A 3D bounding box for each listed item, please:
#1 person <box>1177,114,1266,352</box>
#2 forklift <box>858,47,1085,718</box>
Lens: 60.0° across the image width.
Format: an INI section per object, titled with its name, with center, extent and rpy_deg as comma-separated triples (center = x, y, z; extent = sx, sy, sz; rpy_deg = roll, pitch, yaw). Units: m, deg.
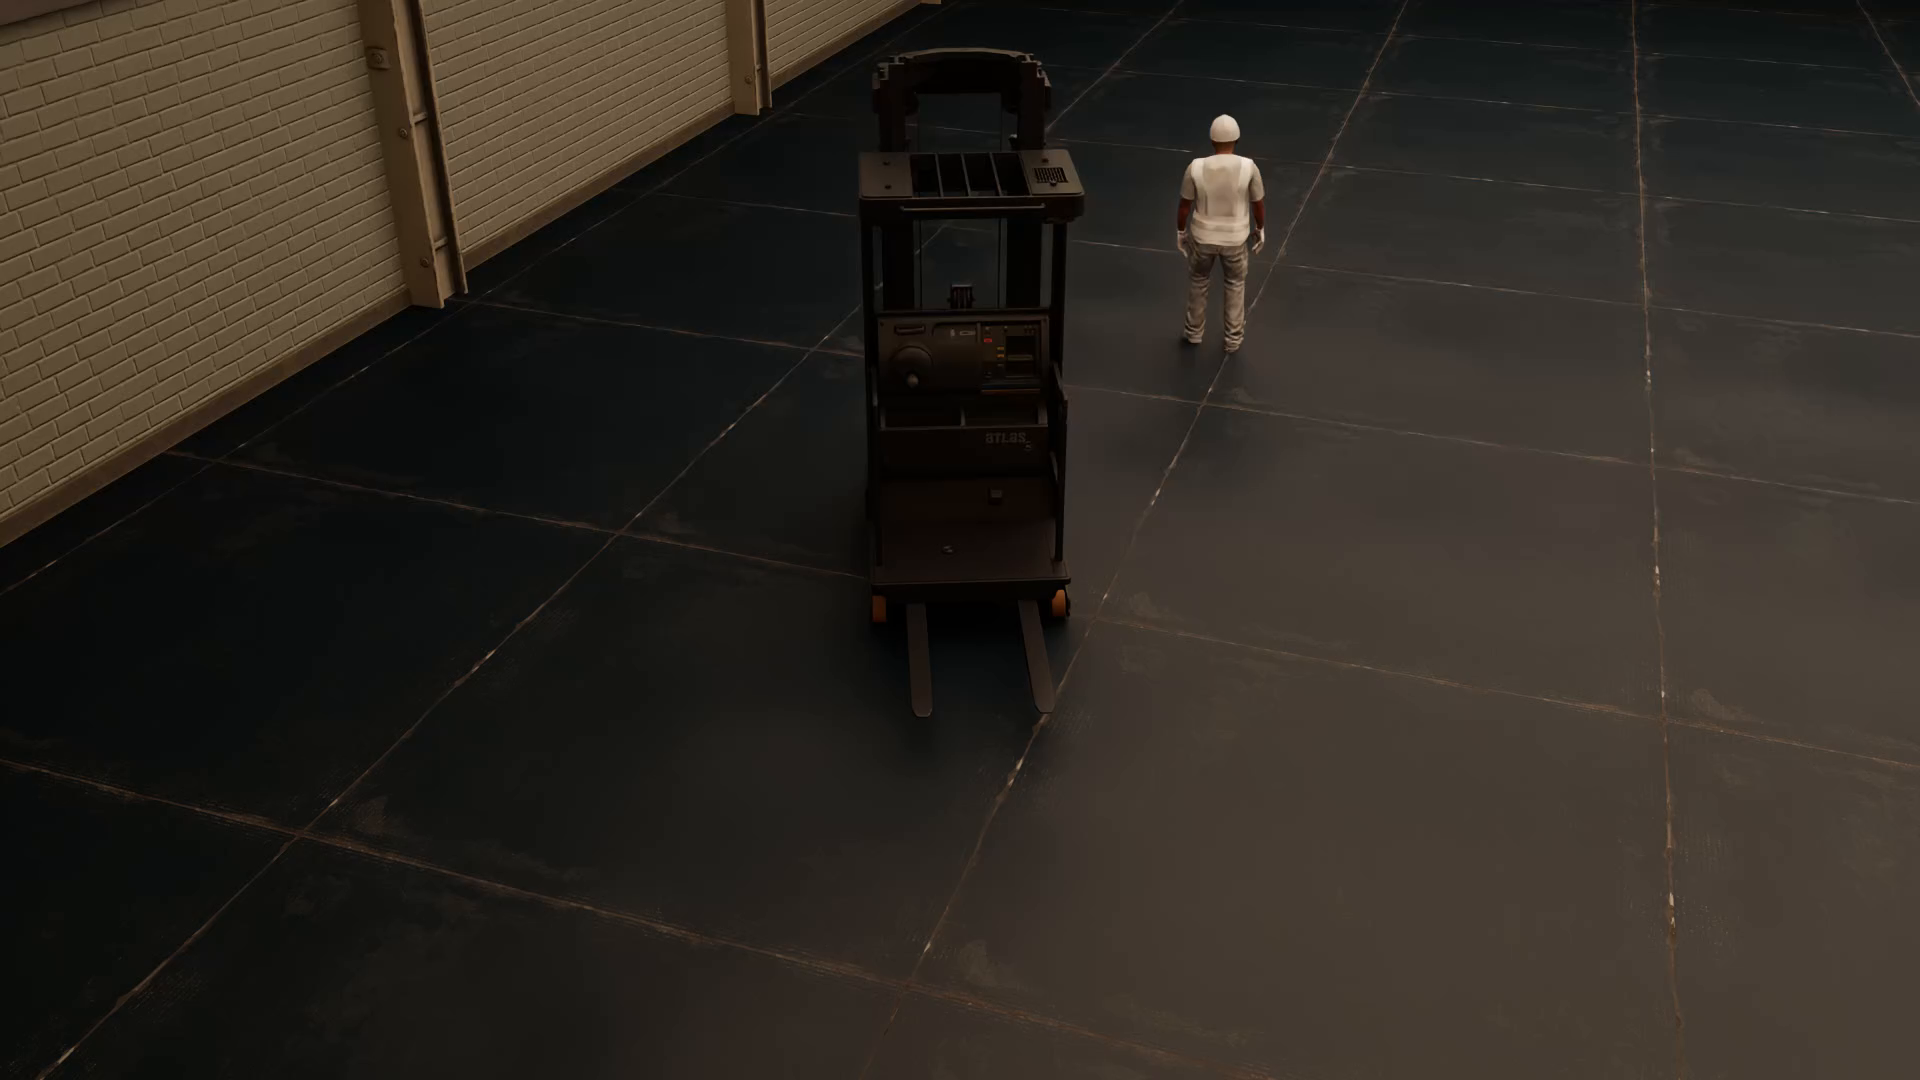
[person]
center = 1.928, -2.264, 12.294
extent = 0.648, 1.804, 0.507
rpy_deg = 5, 30, 9
[forklift]
center = 0.035, -0.972, 8.842
extent = 1.130, 2.935, 3.031
rpy_deg = -2, 30, -3
